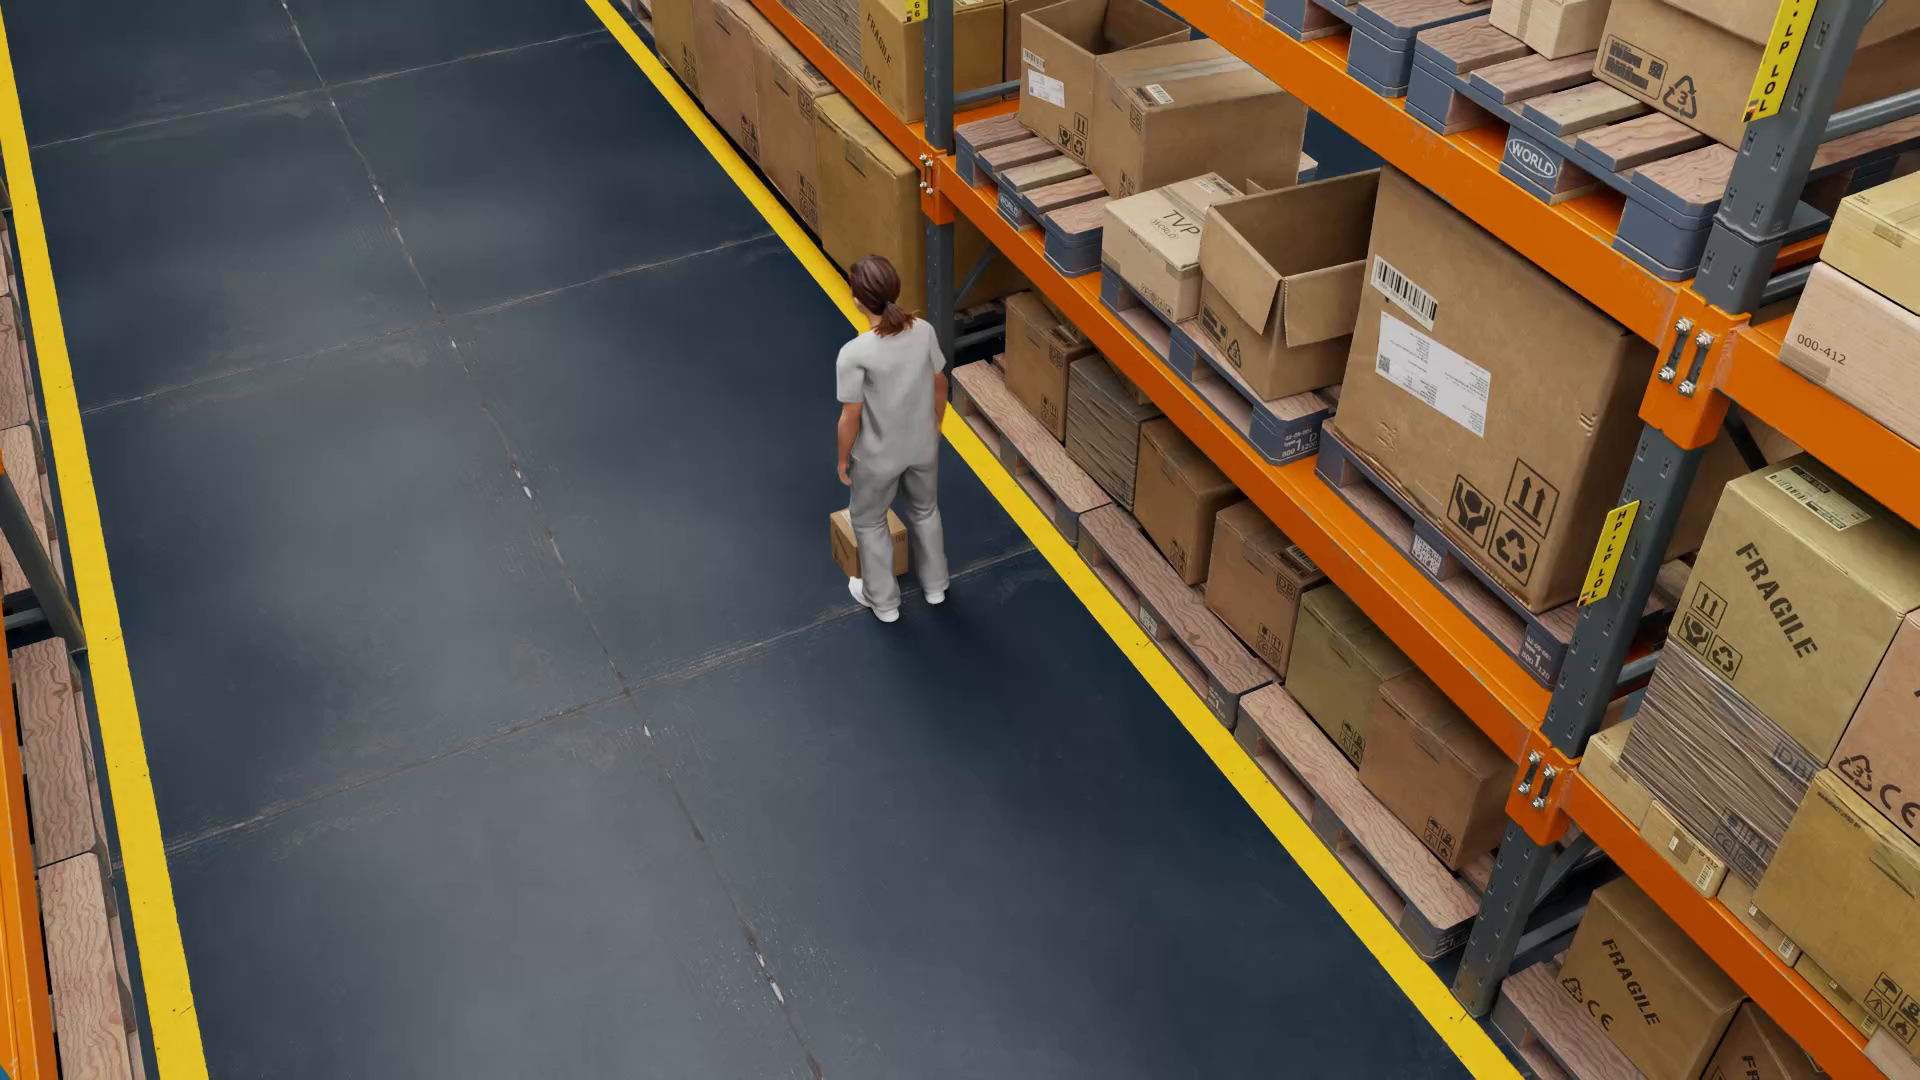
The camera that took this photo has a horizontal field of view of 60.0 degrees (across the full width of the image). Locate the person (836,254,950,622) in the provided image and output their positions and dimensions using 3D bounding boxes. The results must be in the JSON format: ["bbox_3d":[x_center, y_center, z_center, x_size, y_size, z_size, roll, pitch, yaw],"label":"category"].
[{"bbox_3d":[-0.272,-0.373,6.599,0.498,1.650,0.347,-21,46,-22],"label":"person"}]
